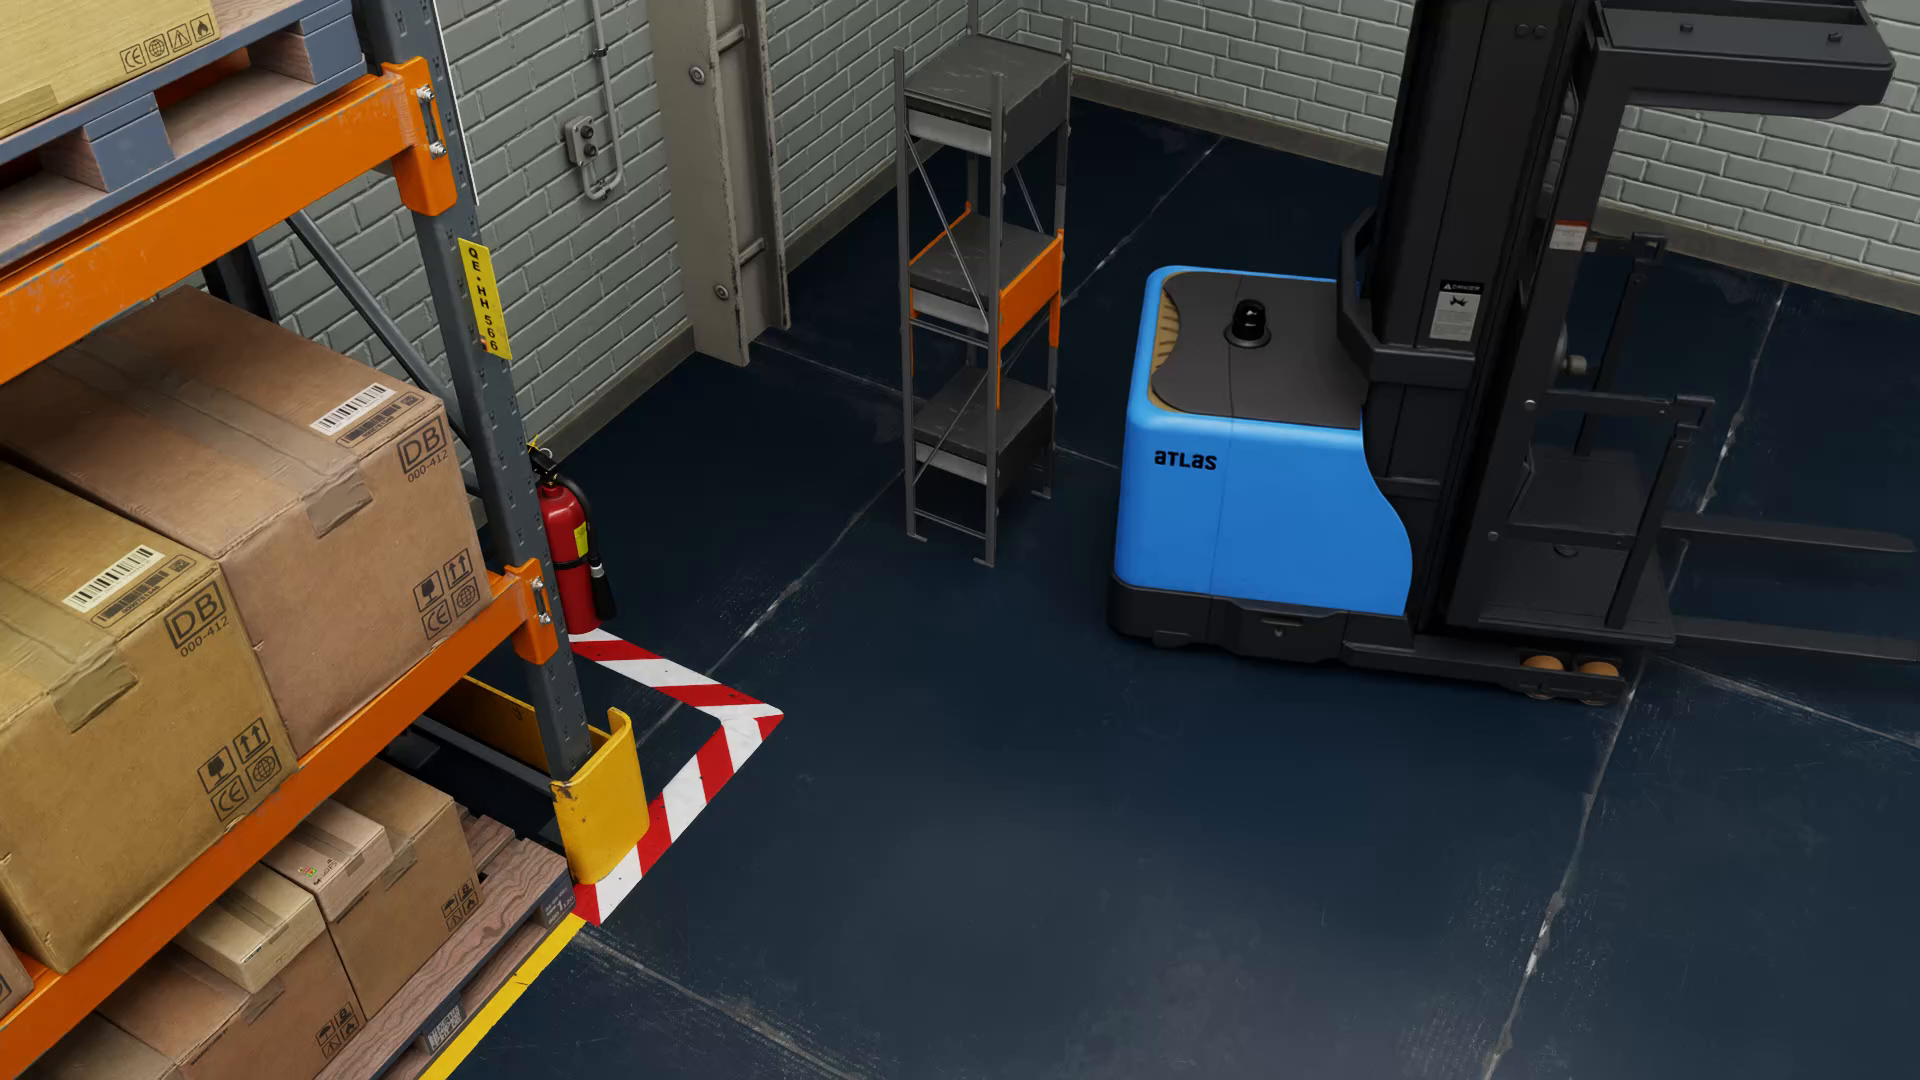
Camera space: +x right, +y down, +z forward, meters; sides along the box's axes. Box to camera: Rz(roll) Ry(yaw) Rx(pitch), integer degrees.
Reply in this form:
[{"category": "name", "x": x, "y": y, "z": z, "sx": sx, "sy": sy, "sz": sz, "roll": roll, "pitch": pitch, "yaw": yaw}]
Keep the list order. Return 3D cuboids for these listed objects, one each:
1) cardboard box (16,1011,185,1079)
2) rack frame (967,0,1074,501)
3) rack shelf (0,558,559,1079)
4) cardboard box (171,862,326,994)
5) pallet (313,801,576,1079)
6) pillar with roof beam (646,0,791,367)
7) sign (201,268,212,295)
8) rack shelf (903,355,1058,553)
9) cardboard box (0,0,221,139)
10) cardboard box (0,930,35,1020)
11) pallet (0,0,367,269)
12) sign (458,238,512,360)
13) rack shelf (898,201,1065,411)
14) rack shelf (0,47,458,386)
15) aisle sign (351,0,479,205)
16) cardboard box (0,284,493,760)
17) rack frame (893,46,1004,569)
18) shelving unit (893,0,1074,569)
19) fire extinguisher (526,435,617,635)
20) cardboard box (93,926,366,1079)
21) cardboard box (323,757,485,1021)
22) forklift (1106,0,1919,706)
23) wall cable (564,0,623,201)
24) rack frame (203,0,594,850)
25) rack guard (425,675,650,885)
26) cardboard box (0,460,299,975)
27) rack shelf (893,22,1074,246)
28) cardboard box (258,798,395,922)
[{"category": "cardboard box", "x": -2.399, "y": 1.534, "z": 4.312, "sx": 0.700, "sy": 0.500, "sz": 0.500, "roll": 19, "pitch": 45, "yaw": 21}, {"category": "rack frame", "x": 0.205, "y": -1.022, "z": 6.322, "sx": 0.400, "sy": 2.100, "sz": 0.015, "roll": 21, "pitch": 45, "yaw": 22}, {"category": "rack shelf", "x": -2.634, "y": 1.160, "z": 3.707, "sx": 1.077, "sy": 0.370, "sz": 4.000, "roll": 21, "pitch": 45, "yaw": 22}, {"category": "cardboard box", "x": -1.931, "y": 0.997, "z": 4.432, "sx": 0.380, "sy": 0.149, "sz": 0.250, "roll": 22, "pitch": 46, "yaw": 23}, {"category": "pallet", "x": -1.966, "y": 1.276, "z": 5.142, "sx": 1.003, "sy": 0.211, "sz": 1.213, "roll": 21, "pitch": 45, "yaw": 22}, {"category": "pillar with roof beam", "x": 2.696, "y": -2.913, "z": 3.249, "sx": 9.100, "sy": 9.000, "sz": 0.400, "roll": 21, "pitch": 45, "yaw": 22}, {"category": "sign", "x": -2.111, "y": -0.796, "z": 4.669, "sx": 0.100, "sy": 0.325, "sz": 0.005, "roll": 21, "pitch": 45, "yaw": 22}, {"category": "rack shelf", "x": 0.083, "y": -0.347, "z": 6.635, "sx": 0.431, "sy": 0.518, "sz": 0.480, "roll": 21, "pitch": 45, "yaw": 22}, {"category": "cardboard box", "x": -1.770, "y": -1.012, "z": 3.080, "sx": 0.500, "sy": 0.250, "sz": 0.500, "roll": 22, "pitch": 46, "yaw": 23}, {"category": "cardboard box", "x": -2.624, "y": 0.781, "z": 3.366, "sx": 0.980, "sy": 0.700, "sz": 0.700, "roll": 19, "pitch": 45, "yaw": 20}, {"category": "pallet", "x": -1.996, "y": -0.919, "z": 3.321, "sx": 1.003, "sy": 0.211, "sz": 1.213, "roll": 21, "pitch": 45, "yaw": 22}, {"category": "sign", "x": -1.171, "y": -0.590, "z": 4.095, "sx": 0.100, "sy": 0.325, "sz": 0.005, "roll": 21, "pitch": 45, "yaw": 22}, {"category": "rack shelf", "x": 0.083, "y": -0.872, "z": 6.173, "sx": 0.431, "sy": 0.518, "sz": 0.480, "roll": 21, "pitch": 45, "yaw": 22}, {"category": "rack shelf", "x": -2.634, "y": 0.034, "z": 2.716, "sx": 1.077, "sy": 0.370, "sz": 4.000, "roll": 21, "pitch": 45, "yaw": 22}, {"category": "aisle sign", "x": -1.338, "y": -1.172, "z": 3.844, "sx": 0.394, "sy": 0.787, "sz": 0.004, "roll": 21, "pitch": 45, "yaw": 22}, {"category": "cardboard box", "x": -1.880, "y": -0.072, "z": 4.335, "sx": 0.980, "sy": 0.700, "sz": 0.700, "roll": 23, "pitch": 46, "yaw": 24}, {"category": "rack frame", "x": -0.039, "y": -0.743, "z": 6.005, "sx": 0.400, "sy": 2.100, "sz": 0.015, "roll": 21, "pitch": 45, "yaw": 22}, {"category": "shelving unit", "x": 0.083, "y": -0.883, "z": 6.164, "sx": 0.431, "sy": 2.100, "sz": 0.503, "roll": 21, "pitch": 45, "yaw": 22}, {"category": "fire extinguisher", "x": -1.158, "y": -0.019, "z": 4.843, "sx": 0.296, "sy": 0.674, "sz": 0.183, "roll": 21, "pitch": 45, "yaw": 22}, {"category": "cardboard box", "x": -2.148, "y": 1.246, "z": 4.639, "sx": 0.700, "sy": 0.500, "sz": 0.500, "roll": 21, "pitch": 45, "yaw": 22}, {"category": "cardboard box", "x": -1.897, "y": 0.960, "z": 4.964, "sx": 0.700, "sy": 0.500, "sz": 0.500, "roll": 21, "pitch": 45, "yaw": 22}, {"category": "forklift", "x": 2.120, "y": -0.877, "z": 5.528, "sx": 3.031, "sy": 2.935, "sz": 1.130, "roll": 6, "pitch": 42, "yaw": 7}, {"category": "wall cable", "x": -1.812, "y": -1.681, "z": 5.621, "sx": 0.084, "sy": 1.984, "sz": 1.851, "roll": 21, "pitch": 45, "yaw": 22}, {"category": "rack frame", "x": -1.633, "y": -0.254, "z": 4.769, "sx": 1.000, "sy": 3.000, "sz": 0.127, "roll": 21, "pitch": 45, "yaw": 22}, {"category": "rack guard", "x": -1.621, "y": 0.670, "z": 5.611, "sx": 1.175, "sy": 0.500, "sz": 0.348, "roll": 21, "pitch": 45, "yaw": 22}, {"category": "cardboard box", "x": -2.234, "y": 0.348, "z": 3.858, "sx": 0.980, "sy": 0.700, "sz": 0.700, "roll": 21, "pitch": 45, "yaw": 22}, {"category": "rack shelf", "x": 0.083, "y": -1.398, "z": 5.710, "sx": 0.431, "sy": 0.518, "sz": 0.480, "roll": 21, "pitch": 45, "yaw": 22}, {"category": "cardboard box", "x": -1.804, "y": 0.850, "z": 4.598, "sx": 0.380, "sy": 0.149, "sz": 0.250, "roll": 20, "pitch": 45, "yaw": 22}]
